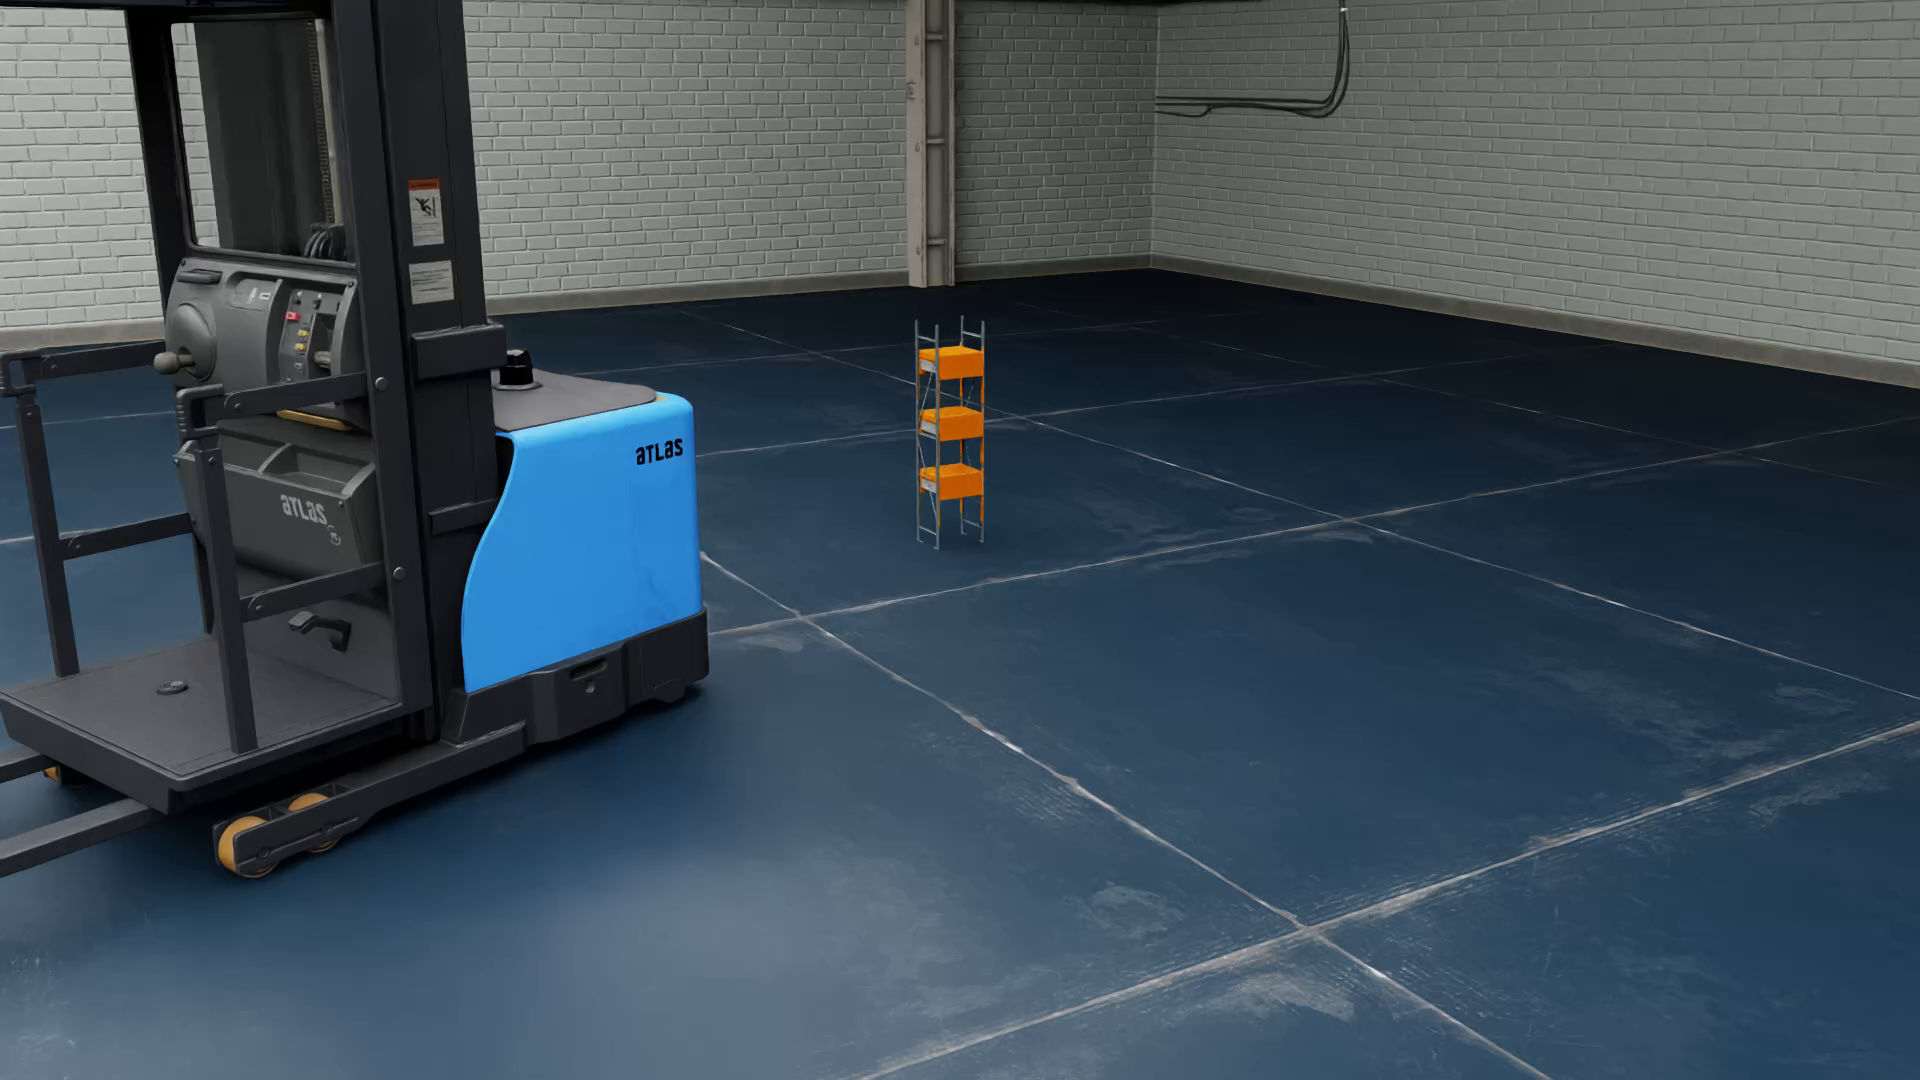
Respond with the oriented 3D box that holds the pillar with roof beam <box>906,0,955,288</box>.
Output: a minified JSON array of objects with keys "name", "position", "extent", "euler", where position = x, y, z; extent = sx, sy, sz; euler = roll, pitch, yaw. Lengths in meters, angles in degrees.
[{"name":"pillar with roof beam","position":[1.917,-6.011,12.681],"extent":[0.400,9.000,9.100],"euler":[-9,18,-30]}]

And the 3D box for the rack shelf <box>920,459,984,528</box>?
[{"name":"rack shelf","position":[-0.046,-0.220,7.819],"extent":[0.240,0.259,0.215],"euler":[-9,18,-30]}]

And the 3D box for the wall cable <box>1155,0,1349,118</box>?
[{"name":"wall cable","position":[2.906,-5.615,17.023],"extent":[0.112,2.526,3.097],"euler":[-9,18,-30]}]

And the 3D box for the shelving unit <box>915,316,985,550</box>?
[{"name":"shelving unit","position":[-0.046,-0.498,7.742],"extent":[0.252,1.050,0.215],"euler":[-9,18,-30]}]

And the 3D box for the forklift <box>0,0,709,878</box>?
[{"name":"forklift","position":[-2.184,-0.629,4.722],"extent":[1.130,2.935,3.031],"euler":[11,19,35]}]

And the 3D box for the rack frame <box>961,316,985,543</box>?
[{"name":"rack frame","position":[0.059,-0.515,7.802],"extent":[0.008,1.050,0.200],"euler":[-9,18,-30]}]

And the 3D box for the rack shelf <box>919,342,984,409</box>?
[{"name":"rack shelf","position":[-0.046,-0.761,7.668],"extent":[0.240,0.259,0.215],"euler":[-9,18,-30]}]

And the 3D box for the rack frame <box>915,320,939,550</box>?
[{"name":"rack frame","position":[-0.150,-0.481,7.681],"extent":[0.008,1.050,0.200],"euler":[-9,18,-30]}]

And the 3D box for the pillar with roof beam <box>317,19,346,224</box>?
[{"name":"pillar with roof beam","position":[-3.226,-5.177,9.706],"extent":[0.400,9.000,9.100],"euler":[-9,18,-30]}]

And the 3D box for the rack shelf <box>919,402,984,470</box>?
[{"name":"rack shelf","position":[-0.046,-0.488,7.744],"extent":[0.240,0.259,0.215],"euler":[-9,18,-30]}]
